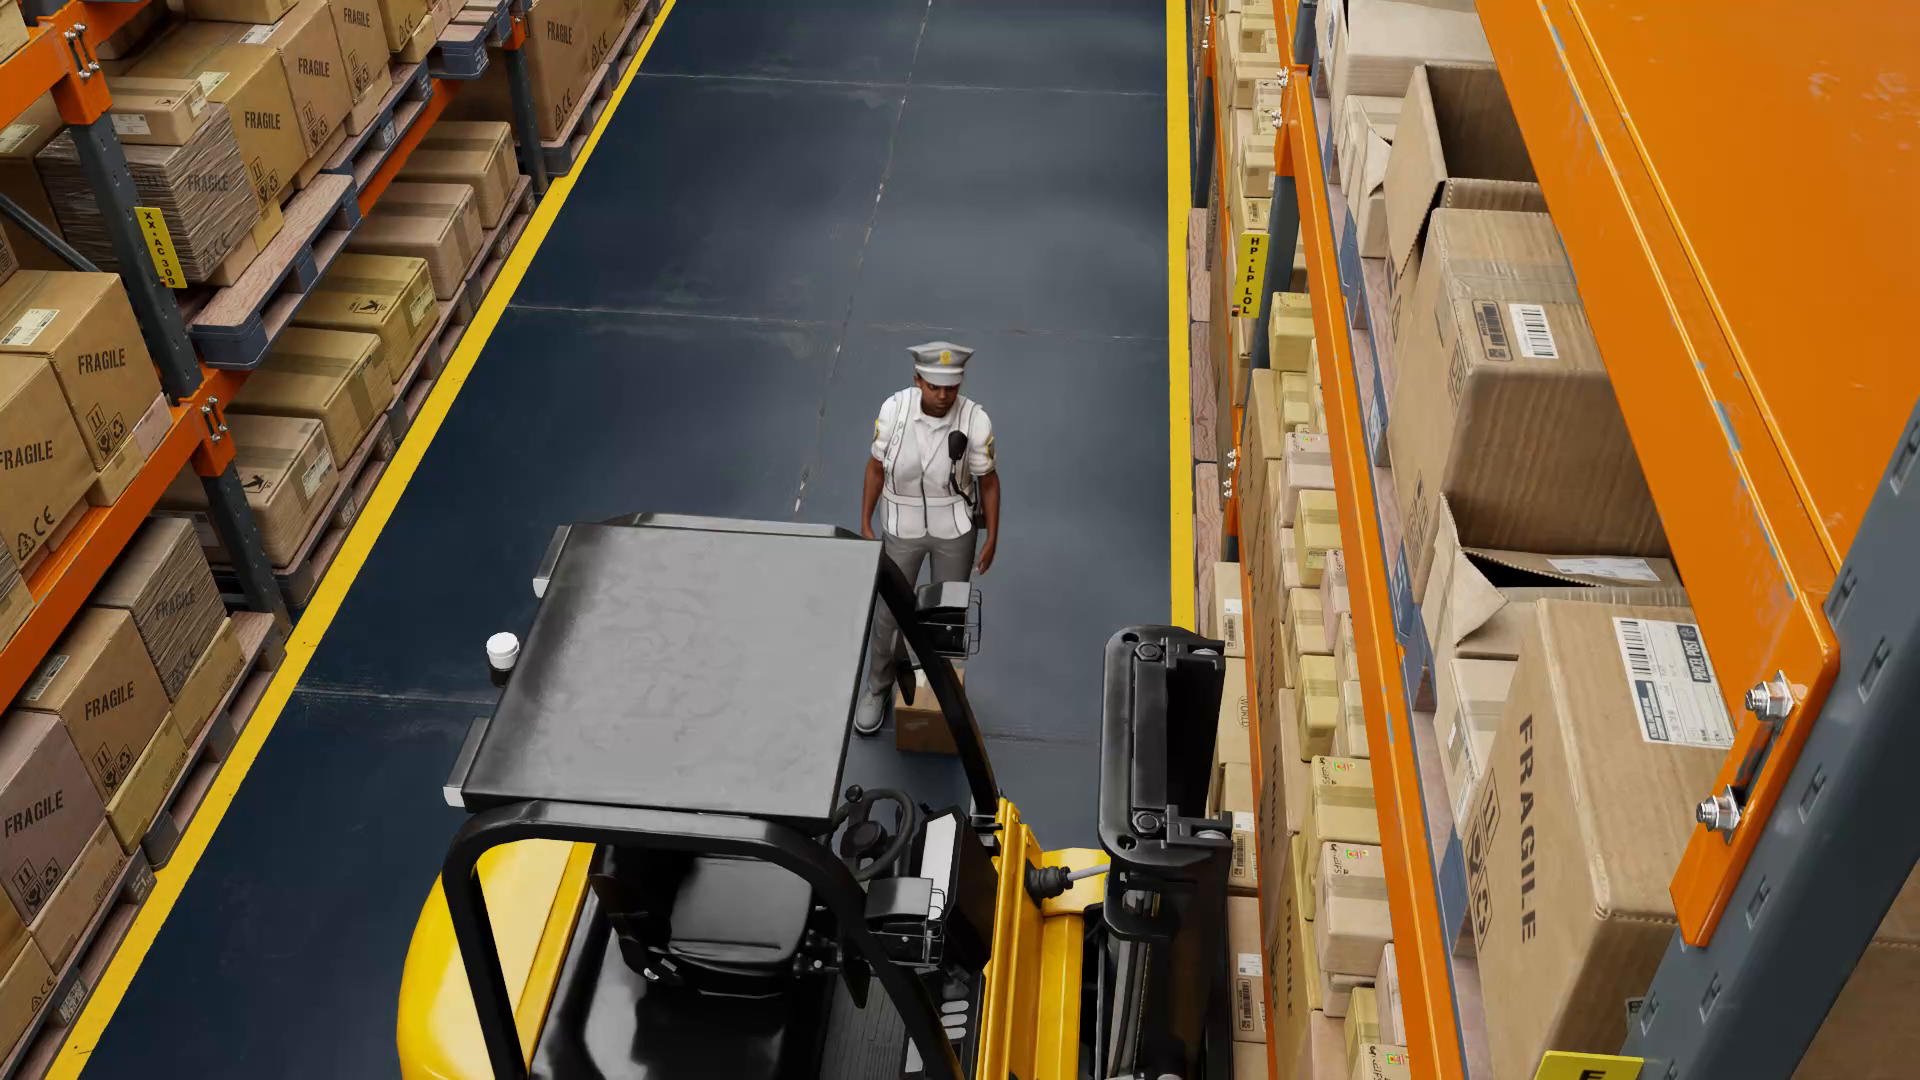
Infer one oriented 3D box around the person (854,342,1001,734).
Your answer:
[{"bbox_3d":[-0.136,-0.003,6.415,0.569,1.693,0.529,3,40,4],"label":"person"}]
